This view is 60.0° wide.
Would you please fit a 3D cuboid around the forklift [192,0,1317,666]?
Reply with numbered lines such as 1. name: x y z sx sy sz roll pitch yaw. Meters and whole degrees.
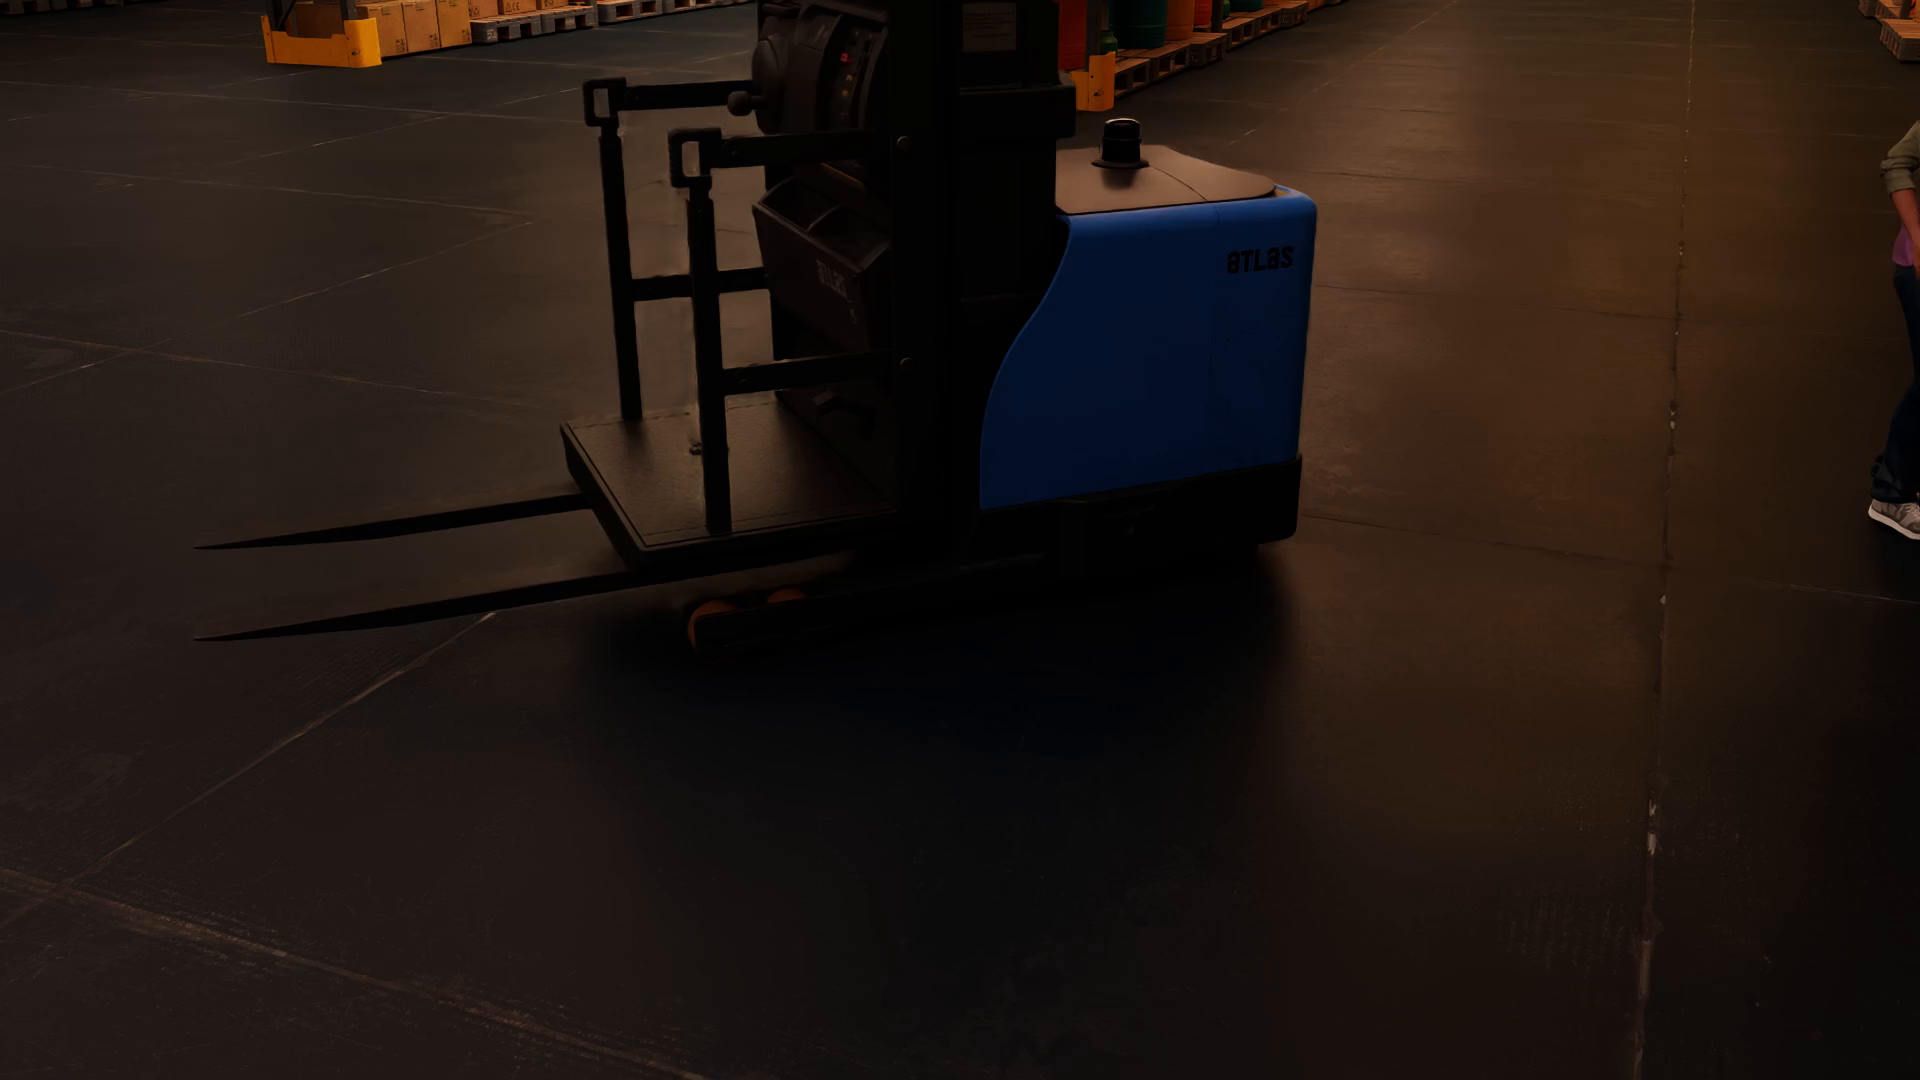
1. forklift: -0.560 -1.258 4.302 3.031 2.935 1.130 -9 24 -21

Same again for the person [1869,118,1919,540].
1. person: 3.054 -0.791 4.962 0.611 1.573 0.446 -6 23 -14
